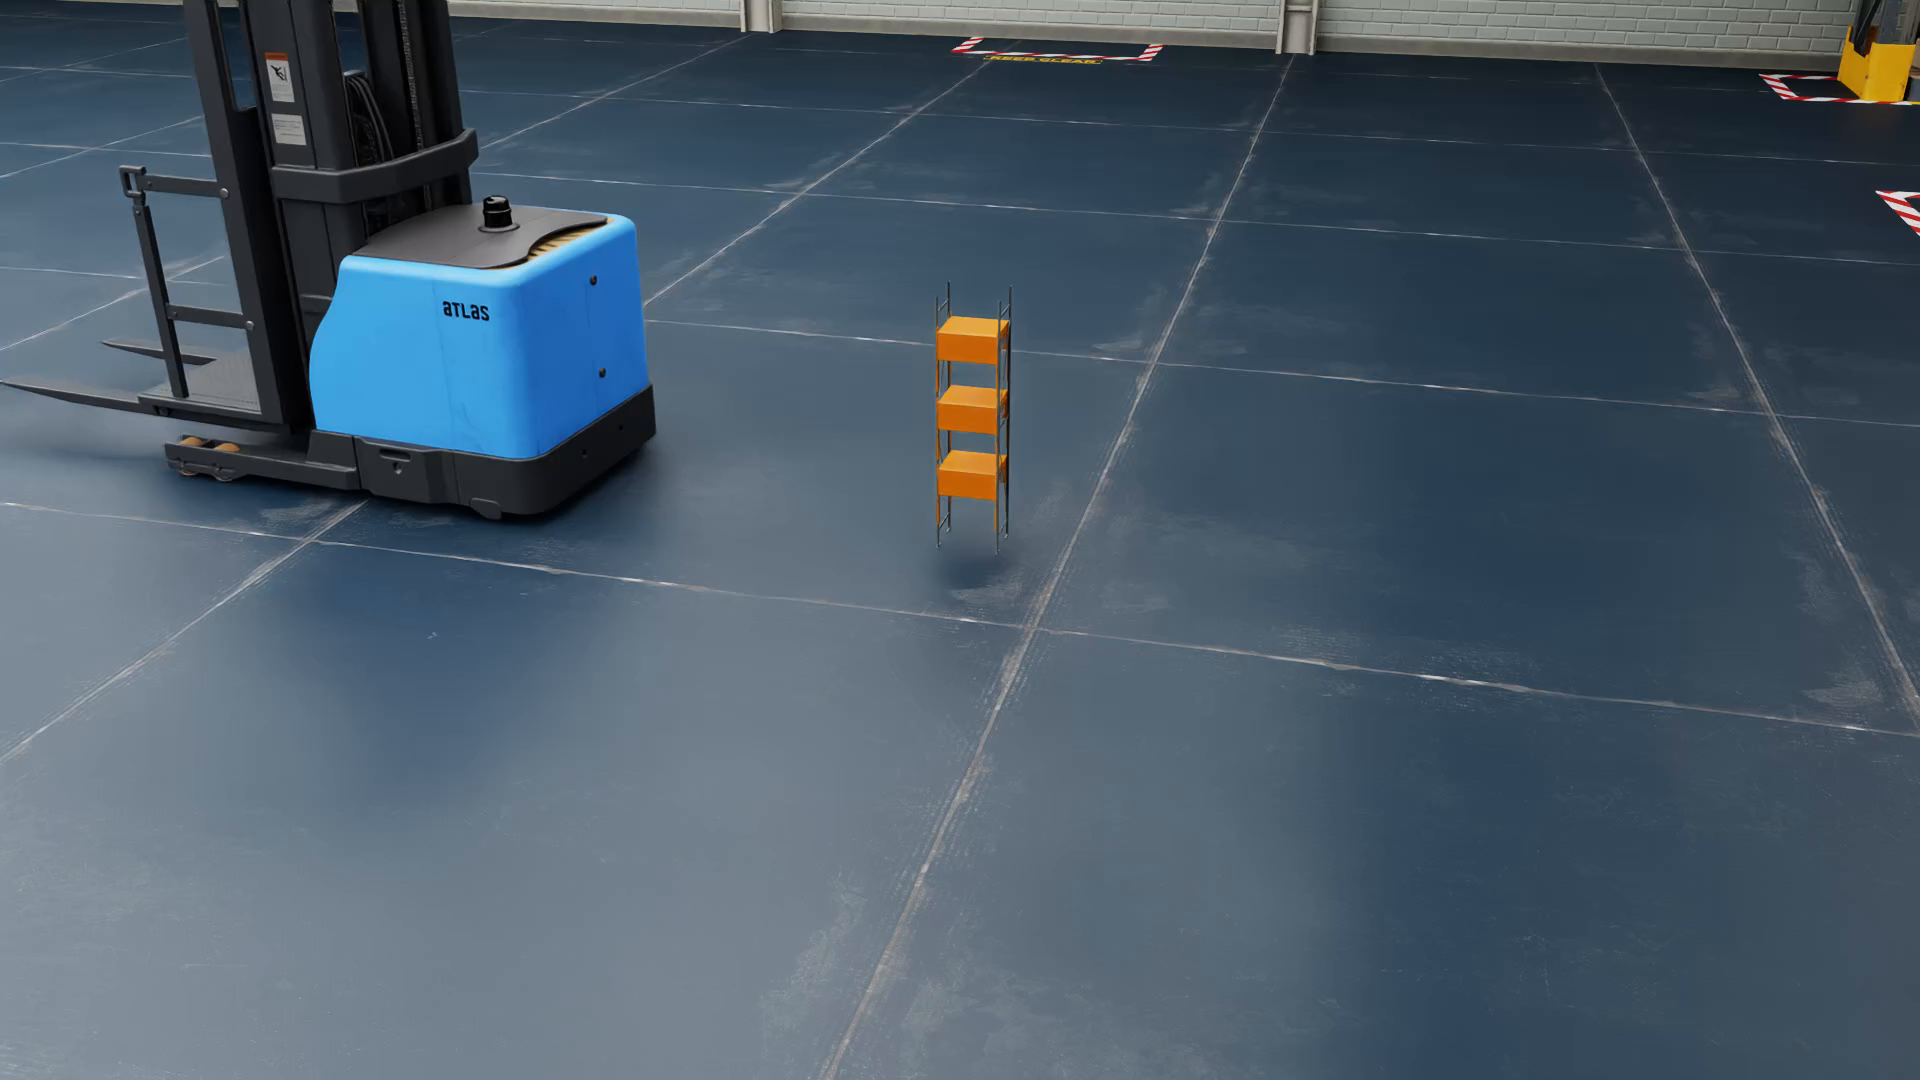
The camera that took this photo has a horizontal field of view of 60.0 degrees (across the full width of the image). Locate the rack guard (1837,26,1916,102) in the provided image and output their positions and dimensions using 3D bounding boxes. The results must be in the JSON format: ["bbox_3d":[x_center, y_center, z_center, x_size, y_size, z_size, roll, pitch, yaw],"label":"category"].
[{"bbox_3d":[8.545,-4.457,15.529,0.348,0.500,1.175,6,26,13],"label":"rack guard"}]

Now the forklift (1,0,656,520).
[{"bbox_3d":[-2.962,-1.780,7.080,3.031,2.935,1.130,9,27,18],"label":"forklift"}]

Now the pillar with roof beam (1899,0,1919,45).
[{"bbox_3d":[8.293,-6.795,10.554,0.400,9.000,9.100,6,26,13],"label":"pillar with roof beam"}]

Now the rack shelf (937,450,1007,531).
[{"bbox_3d":[0.052,-0.208,6.636,0.240,0.259,0.215,6,26,13],"label":"rack shelf"}]

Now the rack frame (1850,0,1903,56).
[{"bbox_3d":[8.471,-5.593,15.009,0.127,3.000,1.000,6,26,13],"label":"rack frame"}]

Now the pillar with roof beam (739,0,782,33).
[{"bbox_3d":[-3.329,-8.080,13.253,0.400,9.000,9.100,6,26,13],"label":"pillar with roof beam"}]

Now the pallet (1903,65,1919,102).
[{"bbox_3d":[9.323,-4.225,15.378,1.213,0.211,1.003,6,26,13],"label":"pallet"}]

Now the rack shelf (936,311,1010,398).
[{"bbox_3d":[0.052,-0.715,6.395,0.240,0.259,0.215,6,26,13],"label":"rack shelf"}]

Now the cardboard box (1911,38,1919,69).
[{"bbox_3d":[9.119,-4.467,15.258,0.500,0.311,0.500,3,26,7],"label":"cardboard box"}]

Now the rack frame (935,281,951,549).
[{"bbox_3d":[-0.066,-0.481,6.540,0.008,1.050,0.200,6,26,13],"label":"rack frame"}]

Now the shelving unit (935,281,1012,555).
[{"bbox_3d":[0.052,-0.468,6.512,0.252,1.050,0.215,6,26,13],"label":"shelving unit"}]

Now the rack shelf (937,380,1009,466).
[{"bbox_3d":[0.052,-0.459,6.517,0.240,0.259,0.215,6,26,13],"label":"rack shelf"}]

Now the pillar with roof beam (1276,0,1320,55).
[{"bbox_3d":[2.482,-7.437,11.903,0.400,9.000,9.100,6,26,13],"label":"pillar with roof beam"}]

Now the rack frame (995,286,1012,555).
[{"bbox_3d":[0.170,-0.455,6.485,0.008,1.050,0.200,6,26,13],"label":"rack frame"}]
